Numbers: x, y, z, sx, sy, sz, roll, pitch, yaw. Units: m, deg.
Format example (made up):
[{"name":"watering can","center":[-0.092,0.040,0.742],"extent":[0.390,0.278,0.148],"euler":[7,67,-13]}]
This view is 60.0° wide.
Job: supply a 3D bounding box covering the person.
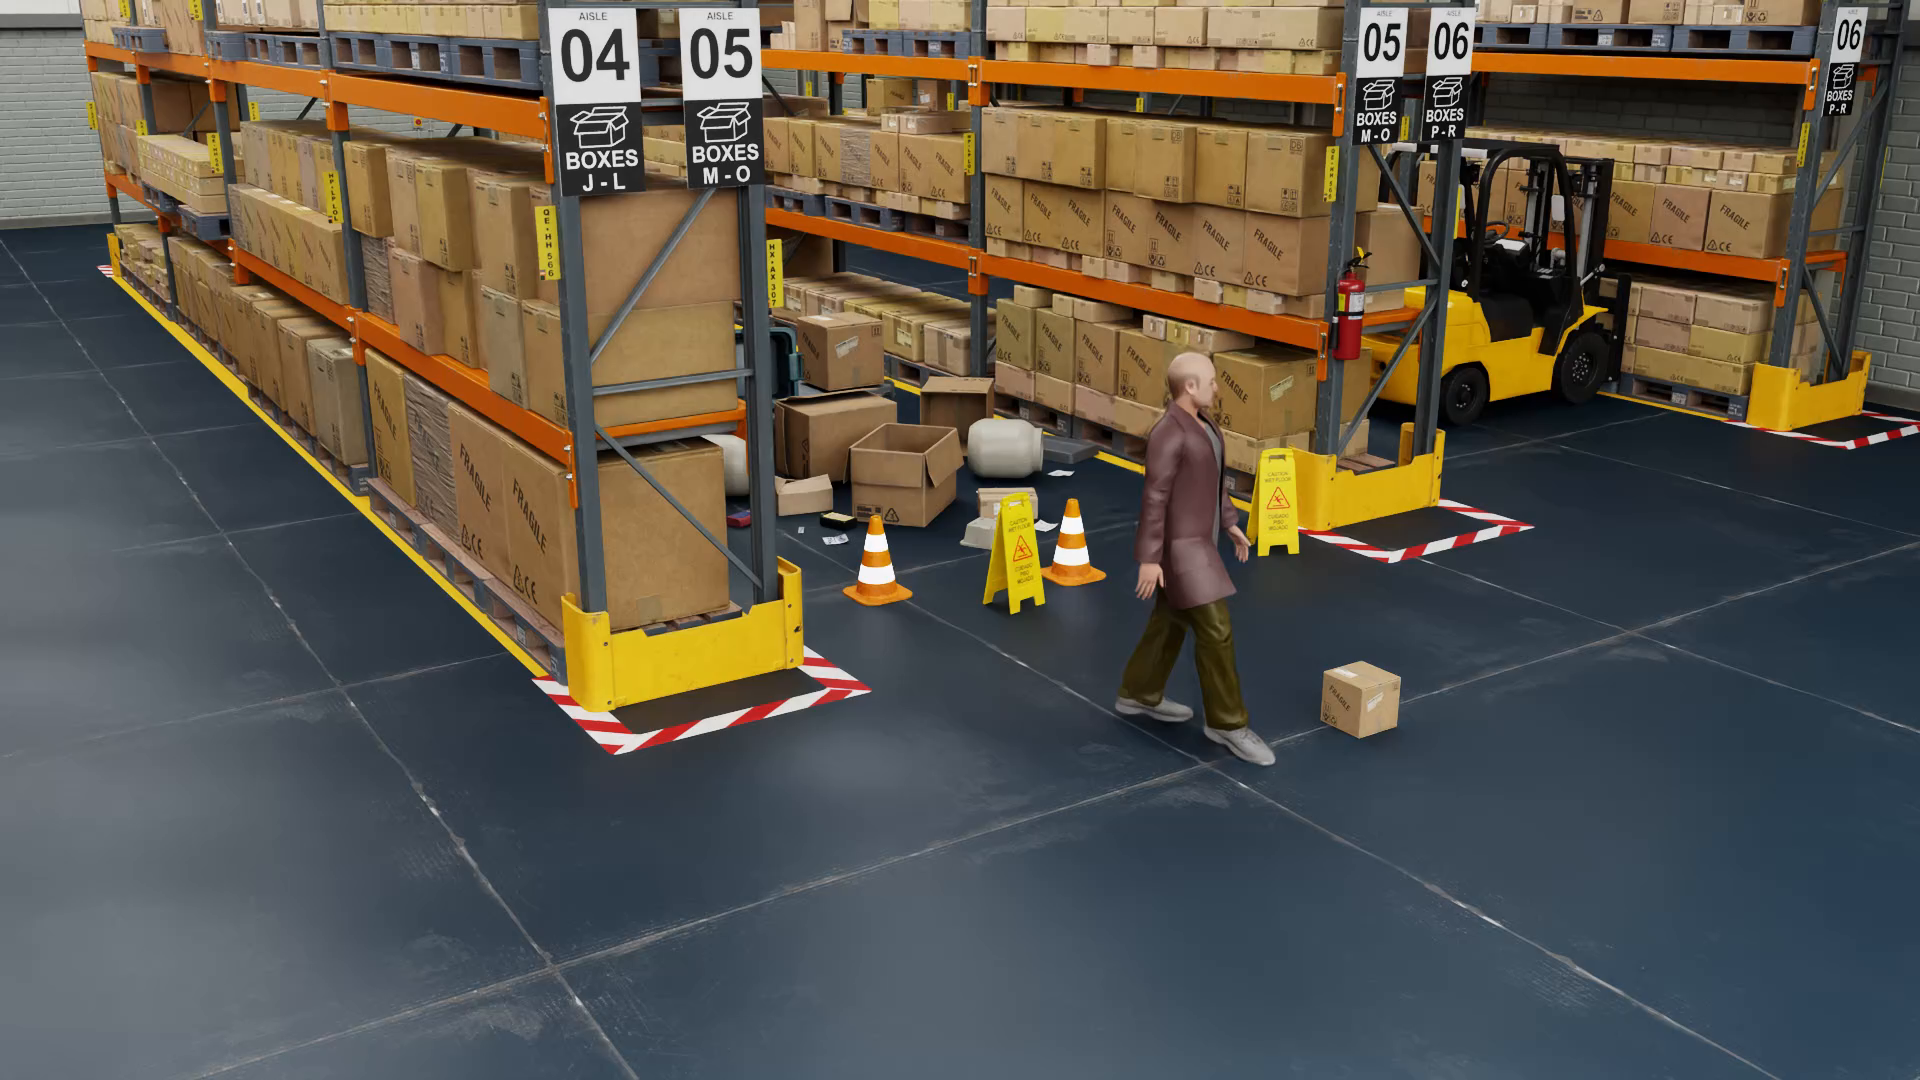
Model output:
[{"name":"person","center":[1.091,0.148,7.451],"extent":[0.812,1.588,0.653],"euler":[7,19,20]}]
